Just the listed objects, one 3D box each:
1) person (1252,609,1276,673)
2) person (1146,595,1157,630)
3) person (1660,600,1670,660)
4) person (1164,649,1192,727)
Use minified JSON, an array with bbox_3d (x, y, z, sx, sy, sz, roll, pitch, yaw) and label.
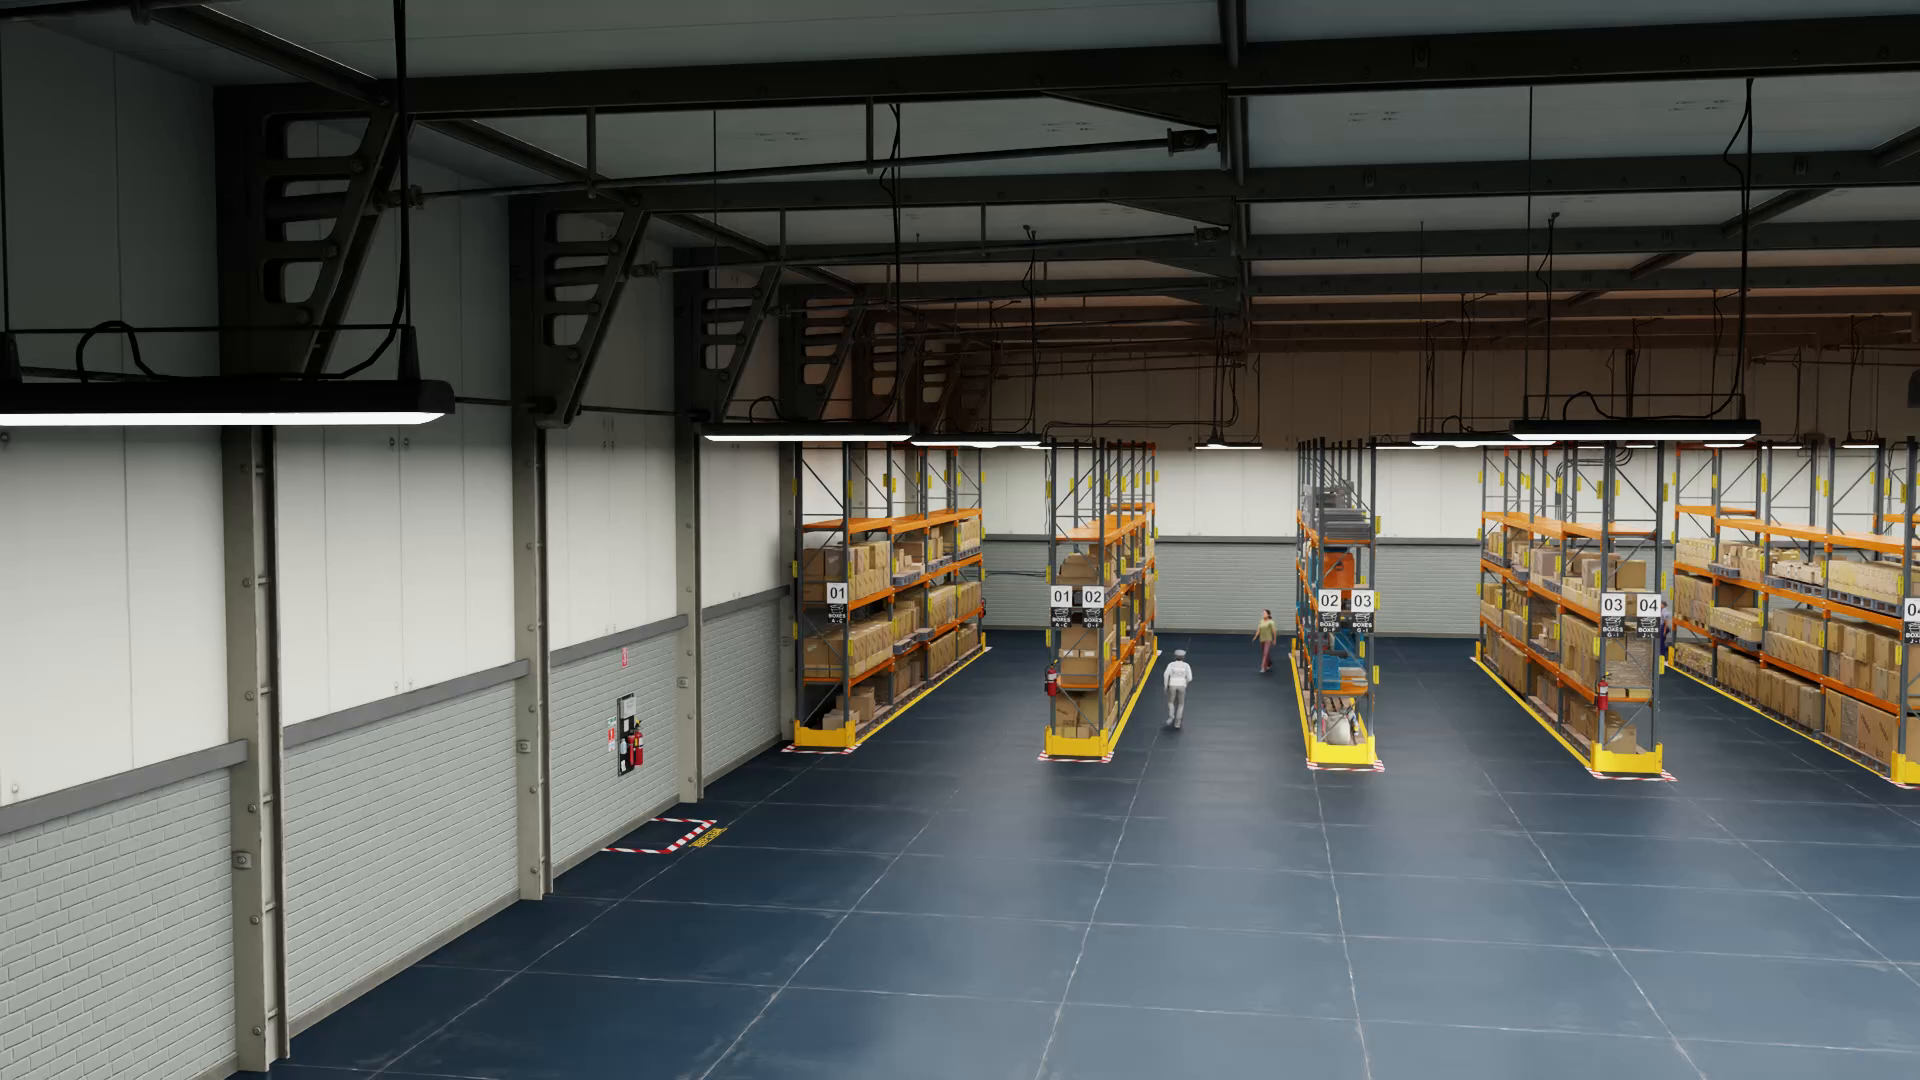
[{"bbox_3d":[7.911,2.605,43.181,0.544,1.609,1.040,2,4,34],"label":"person"},{"bbox_3d":[5.723,2.164,50.669,0.518,1.699,1.112,-1,3,-18],"label":"person"},{"bbox_3d":[19.301,2.468,45.644,0.496,1.636,0.501,0,3,-3],"label":"person"},{"bbox_3d":[4.558,3.096,34.804,0.570,1.582,0.716,1,3,13],"label":"person"}]
